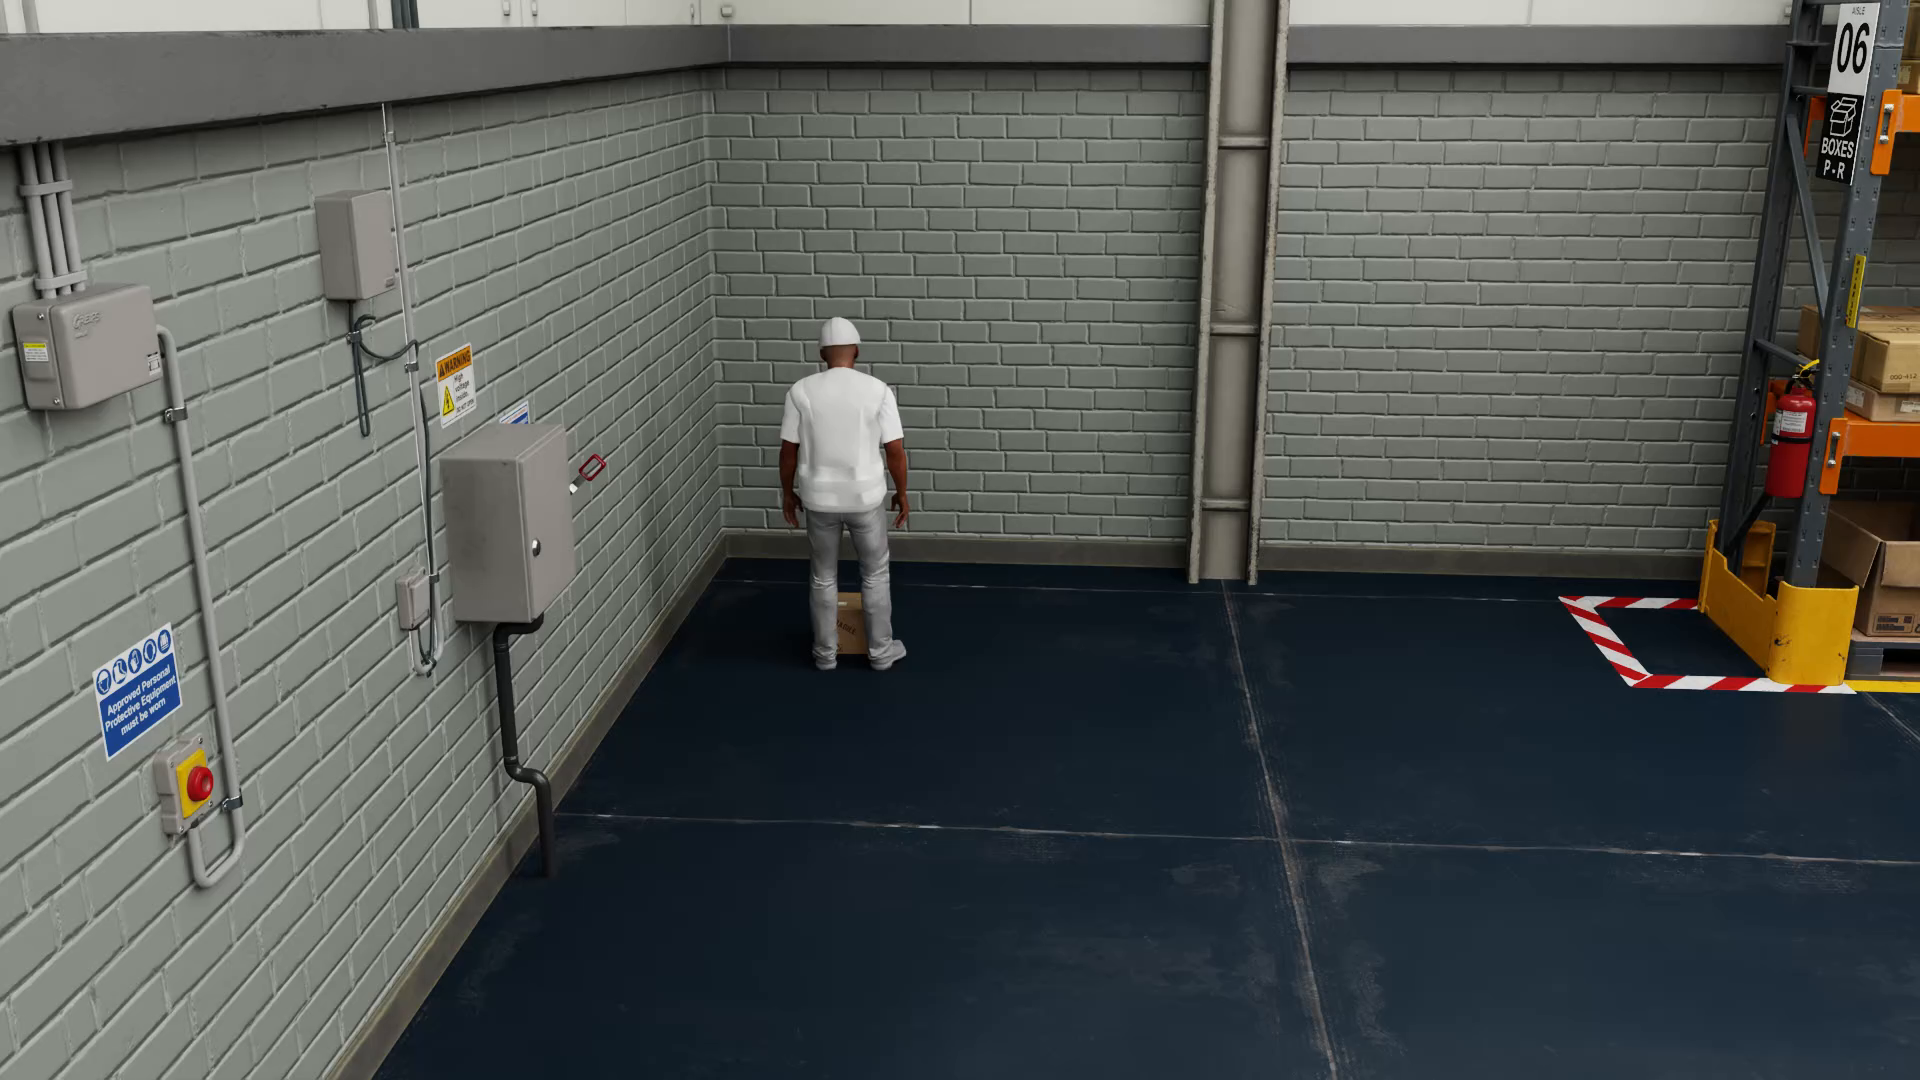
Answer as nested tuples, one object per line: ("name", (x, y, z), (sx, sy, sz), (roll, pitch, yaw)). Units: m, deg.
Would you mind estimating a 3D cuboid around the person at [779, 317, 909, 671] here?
("person", (-0.567, -0.219, 8.219), (0.632, 1.760, 0.463), (1, 17, 3))
